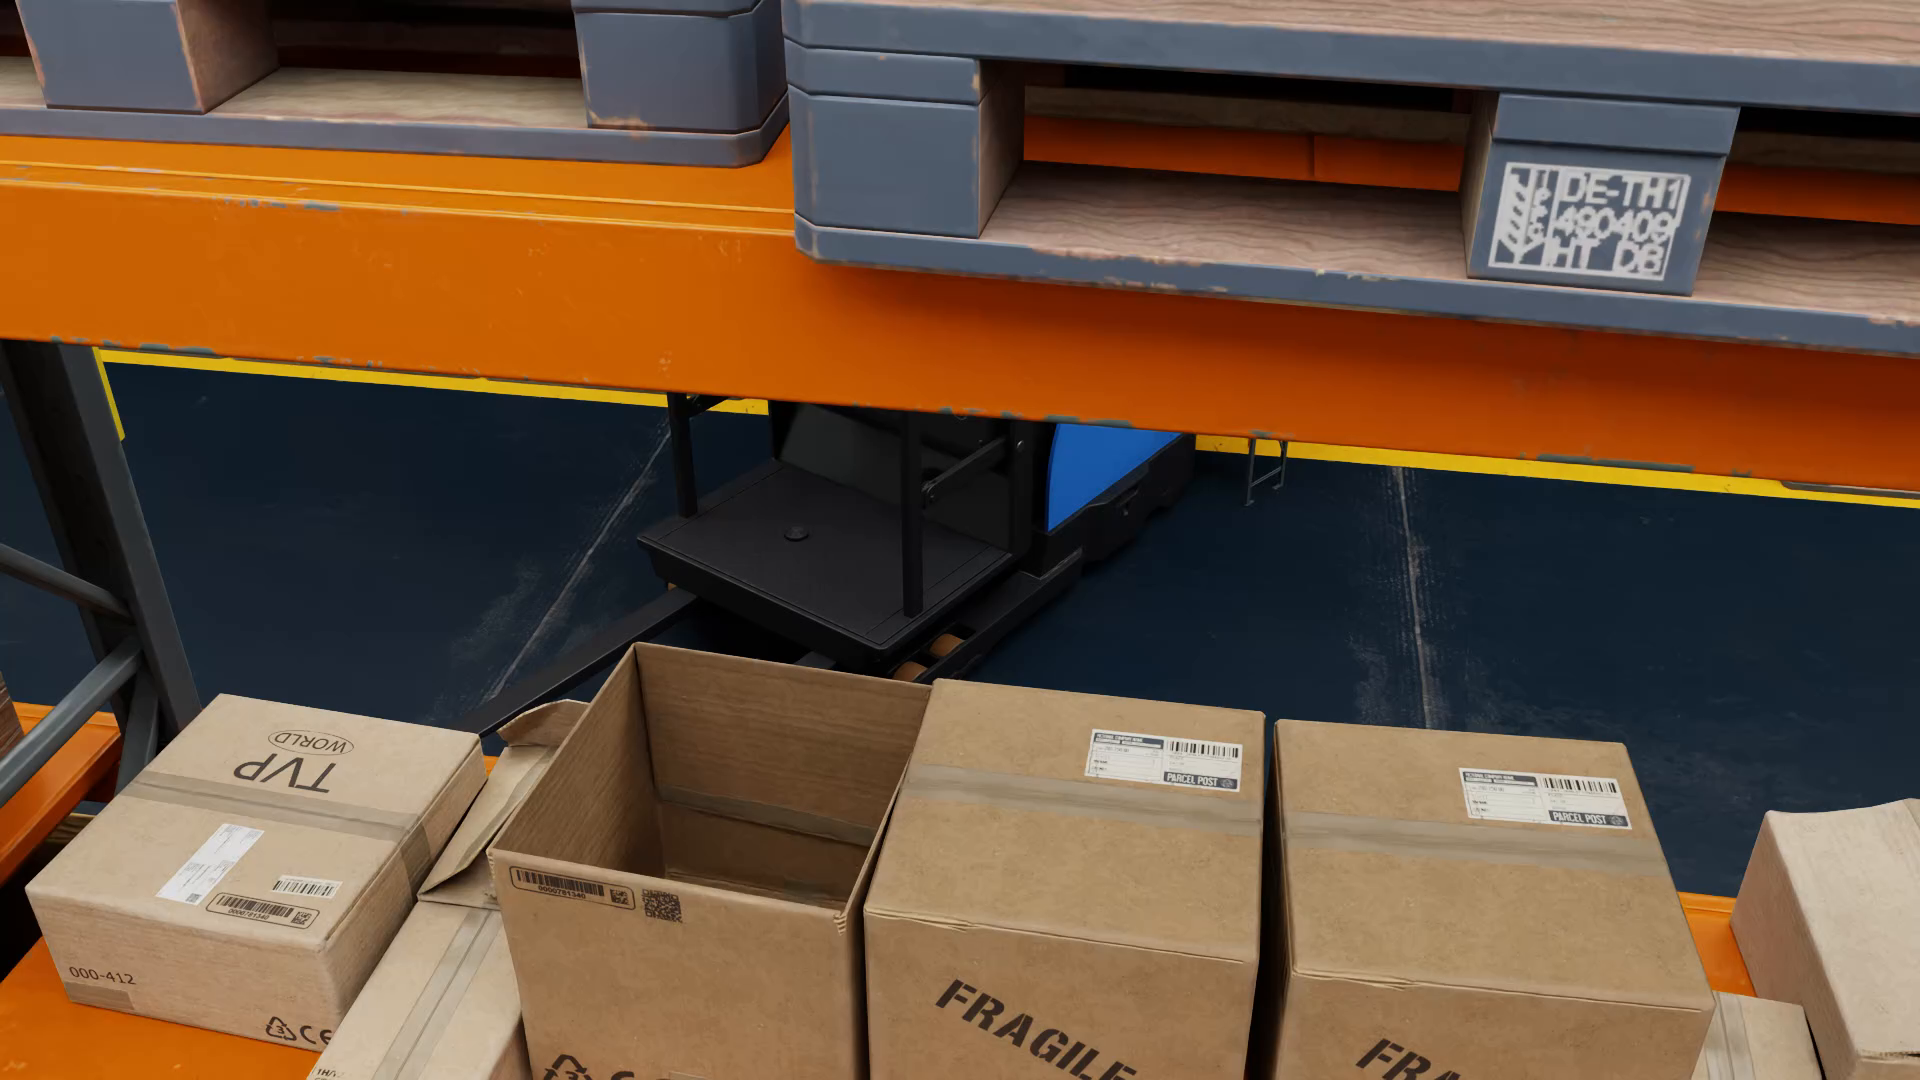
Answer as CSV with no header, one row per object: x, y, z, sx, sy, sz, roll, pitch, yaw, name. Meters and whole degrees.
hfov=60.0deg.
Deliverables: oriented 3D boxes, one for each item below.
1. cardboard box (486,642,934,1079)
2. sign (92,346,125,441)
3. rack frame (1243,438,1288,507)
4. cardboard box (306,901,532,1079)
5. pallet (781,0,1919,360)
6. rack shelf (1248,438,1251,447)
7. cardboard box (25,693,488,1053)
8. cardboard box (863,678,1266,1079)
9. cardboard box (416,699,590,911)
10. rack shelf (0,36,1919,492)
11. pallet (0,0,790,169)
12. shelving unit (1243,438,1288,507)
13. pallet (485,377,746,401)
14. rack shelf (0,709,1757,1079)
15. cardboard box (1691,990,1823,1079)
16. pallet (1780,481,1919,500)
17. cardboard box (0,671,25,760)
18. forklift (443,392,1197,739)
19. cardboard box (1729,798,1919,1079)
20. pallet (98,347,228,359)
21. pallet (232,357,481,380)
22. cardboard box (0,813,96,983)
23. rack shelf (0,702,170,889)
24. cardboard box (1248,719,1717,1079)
-0.330,0.526,2.489,0.500,0.500,0.500,7,33,12,cardboard box
-1.521,-0.298,2.882,0.005,0.325,0.100,5,32,8,sign
1.191,-0.683,6.210,0.240,1.200,0.015,-27,41,-36,rack frame
-0.764,0.736,2.483,0.250,0.149,0.380,5,32,8,cardboard box
0.553,-0.503,1.577,1.213,0.211,1.003,7,33,10,pallet
1.020,-0.550,6.499,0.258,0.148,0.480,-27,41,-36,rack shelf
-1.110,0.529,2.720,0.500,0.250,0.500,7,33,11,cardboard box
0.164,0.570,2.418,0.500,0.500,0.500,5,32,8,cardboard box
-0.706,0.483,2.777,0.258,0.266,0.396,4,32,7,cardboard box
0.368,-0.344,1.824,4.000,0.370,1.077,5,32,8,rack shelf
-0.732,-0.675,1.854,1.217,0.209,0.805,4,32,6,pallet
1.020,-0.776,6.358,0.258,1.200,0.503,-27,41,-36,shelving unit
-1.441,-1.007,7.659,1.213,0.211,1.003,5,32,8,pallet
0.368,0.927,2.619,4.000,0.370,1.077,5,32,8,rack shelf
1.073,0.823,2.345,0.250,0.149,0.380,8,33,12,cardboard box
3.934,-0.498,6.847,1.213,0.211,1.003,5,32,8,pallet
-2.042,0.365,2.745,0.500,0.500,0.700,4,32,7,cardboard box
-0.379,-0.979,5.051,1.130,2.935,3.031,22,38,31,forklift
1.491,0.658,2.456,0.500,0.311,0.500,5,32,8,cardboard box
-3.847,-1.225,8.007,1.213,0.211,1.003,5,32,8,pallet
-2.648,-1.114,7.831,1.213,0.211,1.003,5,32,8,pallet
-2.008,0.908,3.461,0.500,0.500,0.500,5,32,8,cardboard box
-3.575,0.570,3.190,4.000,0.370,1.077,5,32,8,rack shelf
0.683,0.617,2.342,0.500,0.500,0.500,3,32,6,cardboard box
